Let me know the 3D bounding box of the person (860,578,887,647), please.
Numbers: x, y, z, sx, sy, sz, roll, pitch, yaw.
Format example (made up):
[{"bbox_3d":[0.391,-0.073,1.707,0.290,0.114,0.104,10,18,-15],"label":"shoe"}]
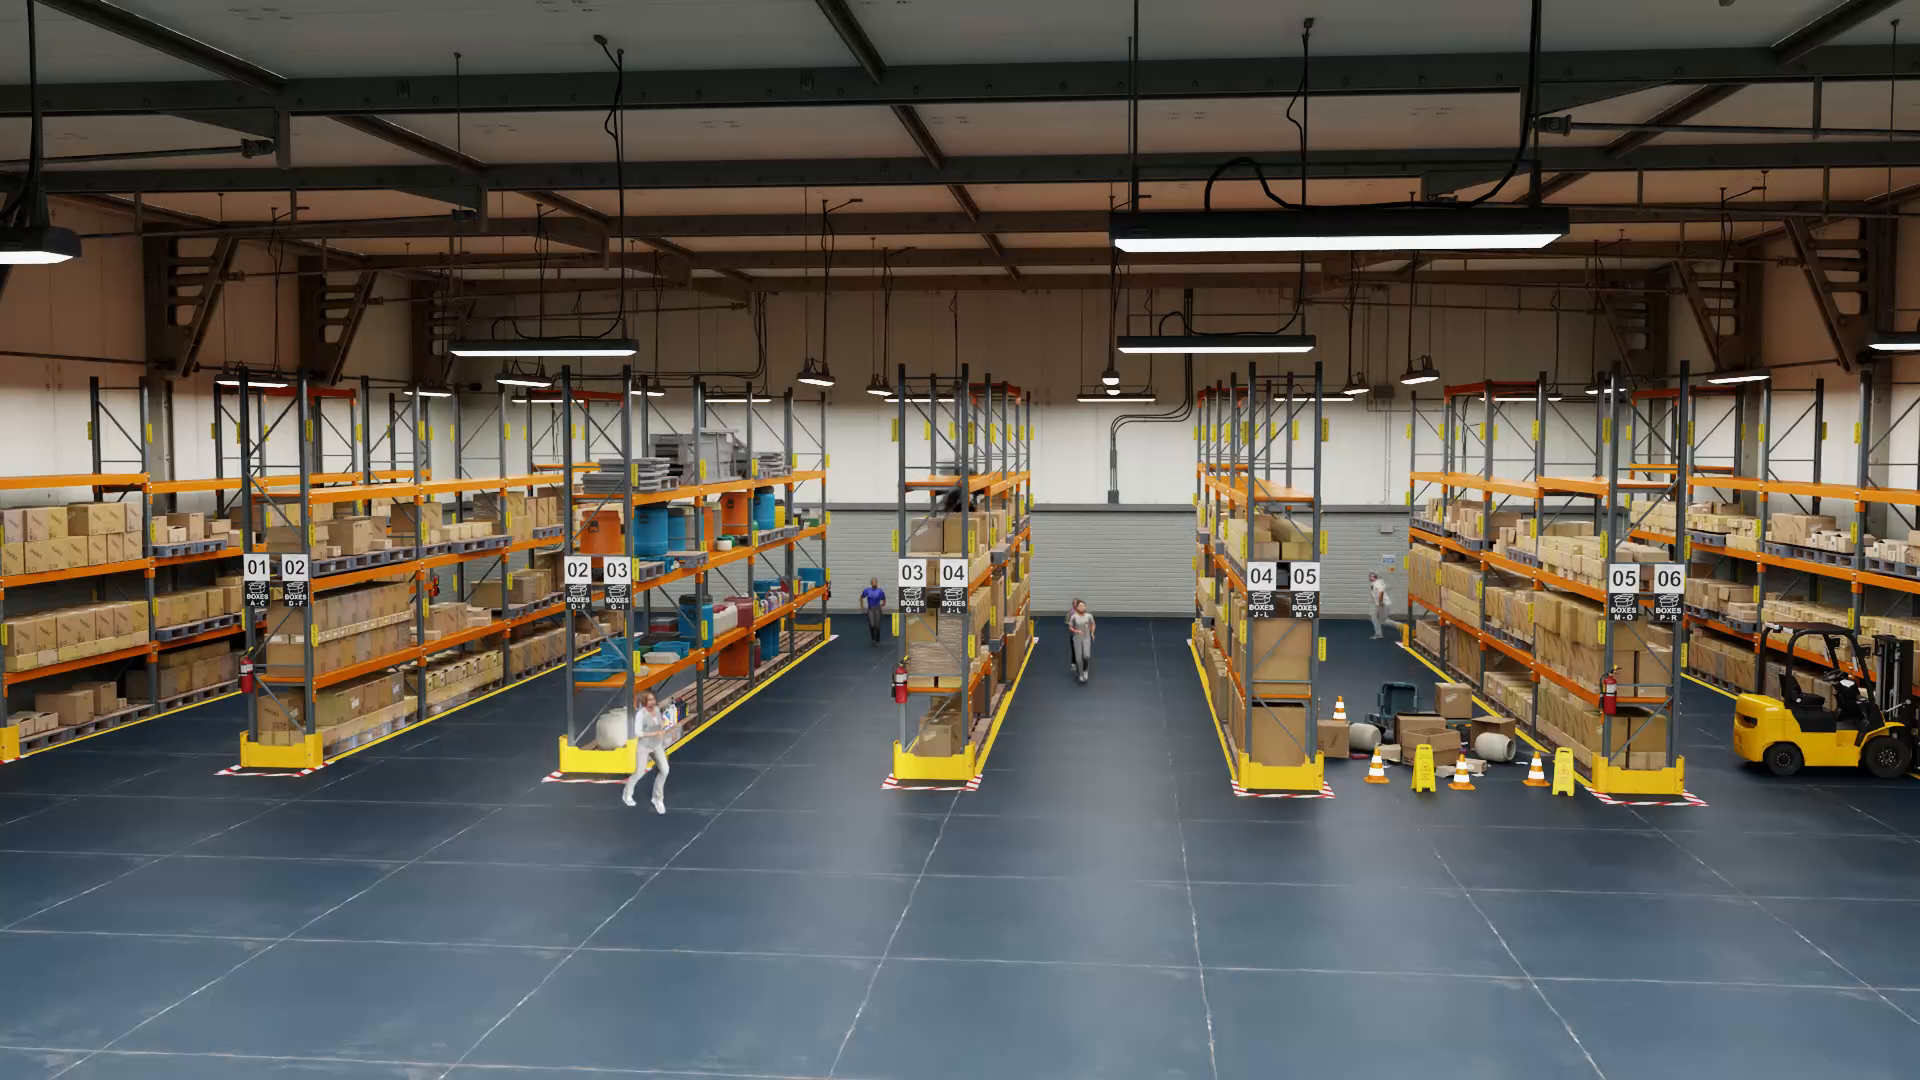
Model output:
[{"bbox_3d":[-2.027,1.694,39.024,0.614,1.616,0.605,0,4,-7],"label":"person"}]

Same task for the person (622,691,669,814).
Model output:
[{"bbox_3d":[-4.121,2.793,21.995,0.834,1.623,0.547,4,5,44],"label":"person"}]

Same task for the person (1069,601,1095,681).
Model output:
[{"bbox_3d":[2.457,2.035,33.391,0.537,1.625,0.604,0,4,2],"label":"person"}]

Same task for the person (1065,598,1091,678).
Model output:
[{"bbox_3d":[2.453,1.994,34.436,0.540,1.628,0.850,1,4,9],"label":"person"}]

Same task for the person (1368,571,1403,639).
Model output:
[{"bbox_3d":[10.339,1.593,40.381,0.844,1.698,0.651,1,4,15],"label":"person"}]
